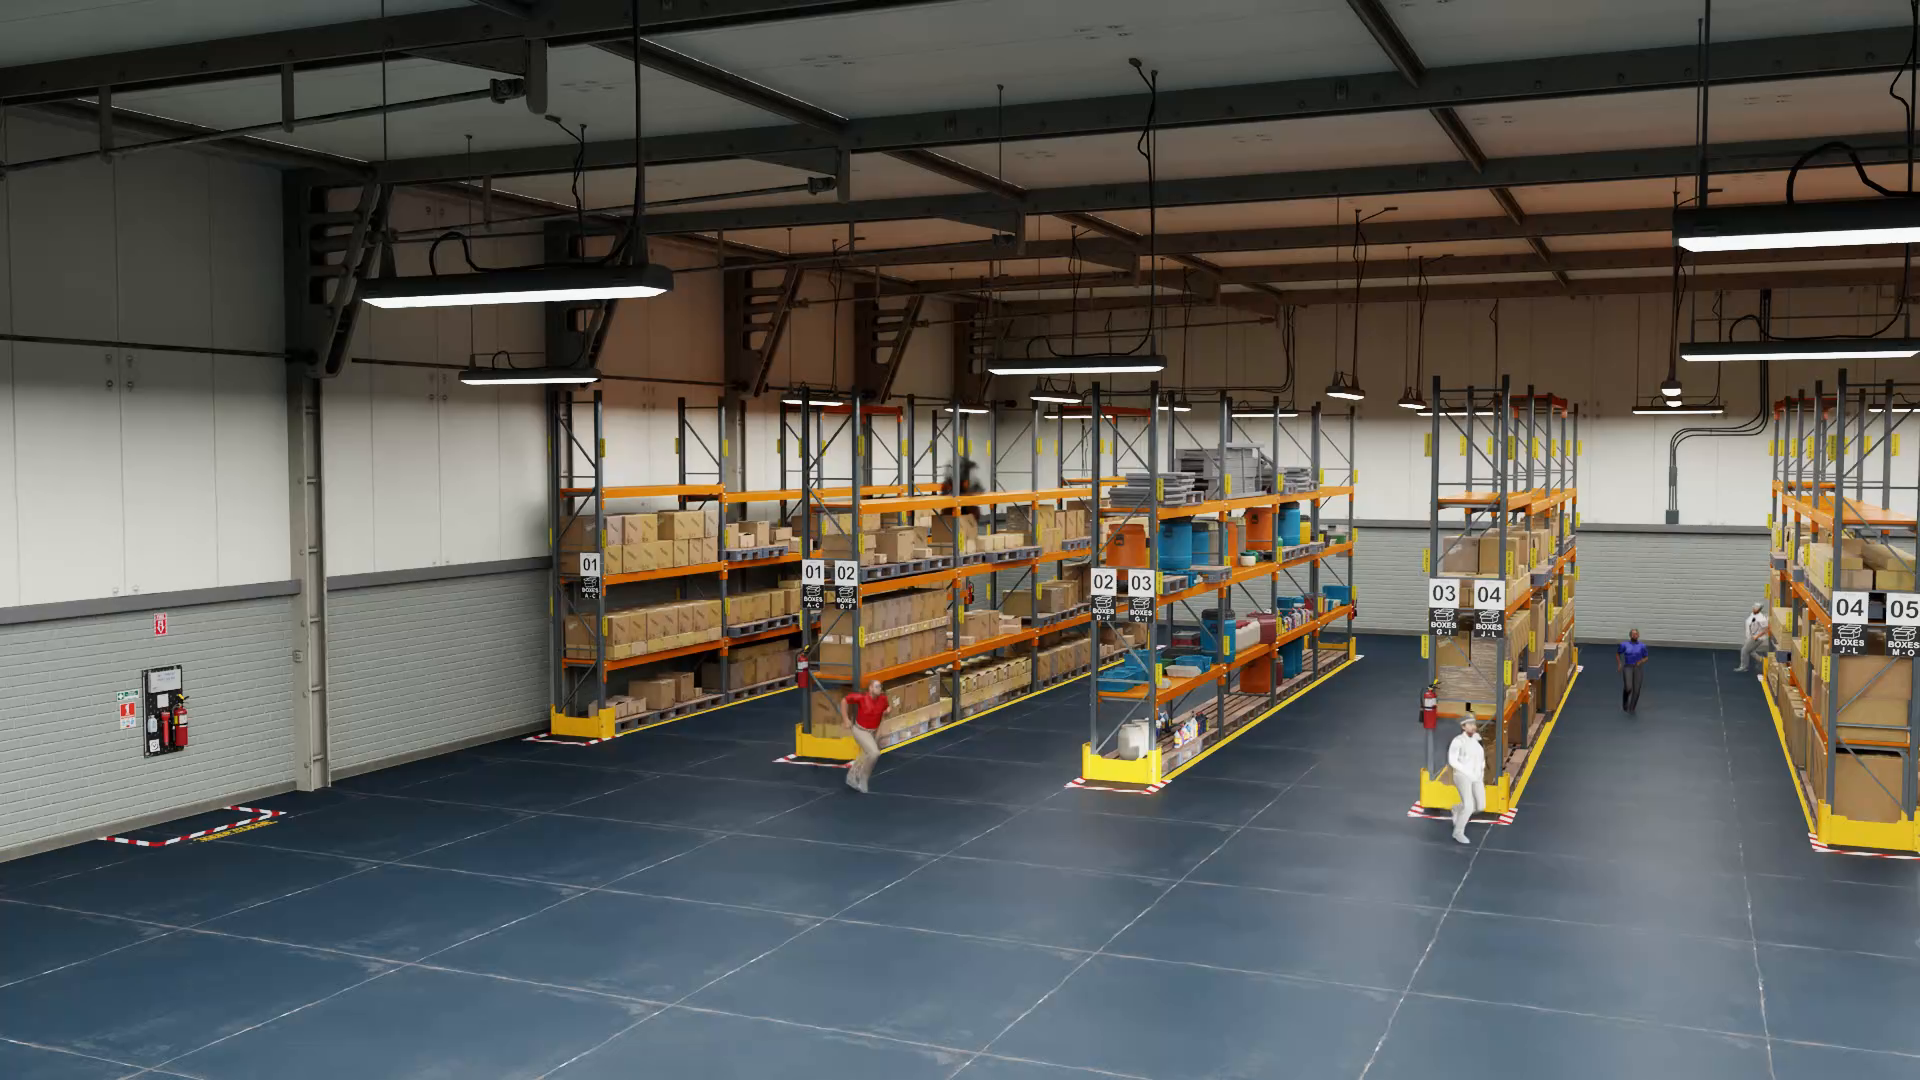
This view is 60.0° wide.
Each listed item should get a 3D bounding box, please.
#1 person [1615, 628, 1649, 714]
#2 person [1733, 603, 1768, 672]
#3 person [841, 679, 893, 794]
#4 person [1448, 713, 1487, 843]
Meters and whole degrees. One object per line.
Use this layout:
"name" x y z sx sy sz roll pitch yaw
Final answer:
"person" 12.586 2.511 31.133 0.549 1.530 0.576 1 3 14
"person" 17.698 2.170 37.013 0.691 1.589 0.770 0 3 4
"person" -1.346 2.829 24.092 0.899 1.677 0.645 3 4 42
"person" 6.474 3.023 21.173 0.644 1.653 0.600 -1 3 -25
